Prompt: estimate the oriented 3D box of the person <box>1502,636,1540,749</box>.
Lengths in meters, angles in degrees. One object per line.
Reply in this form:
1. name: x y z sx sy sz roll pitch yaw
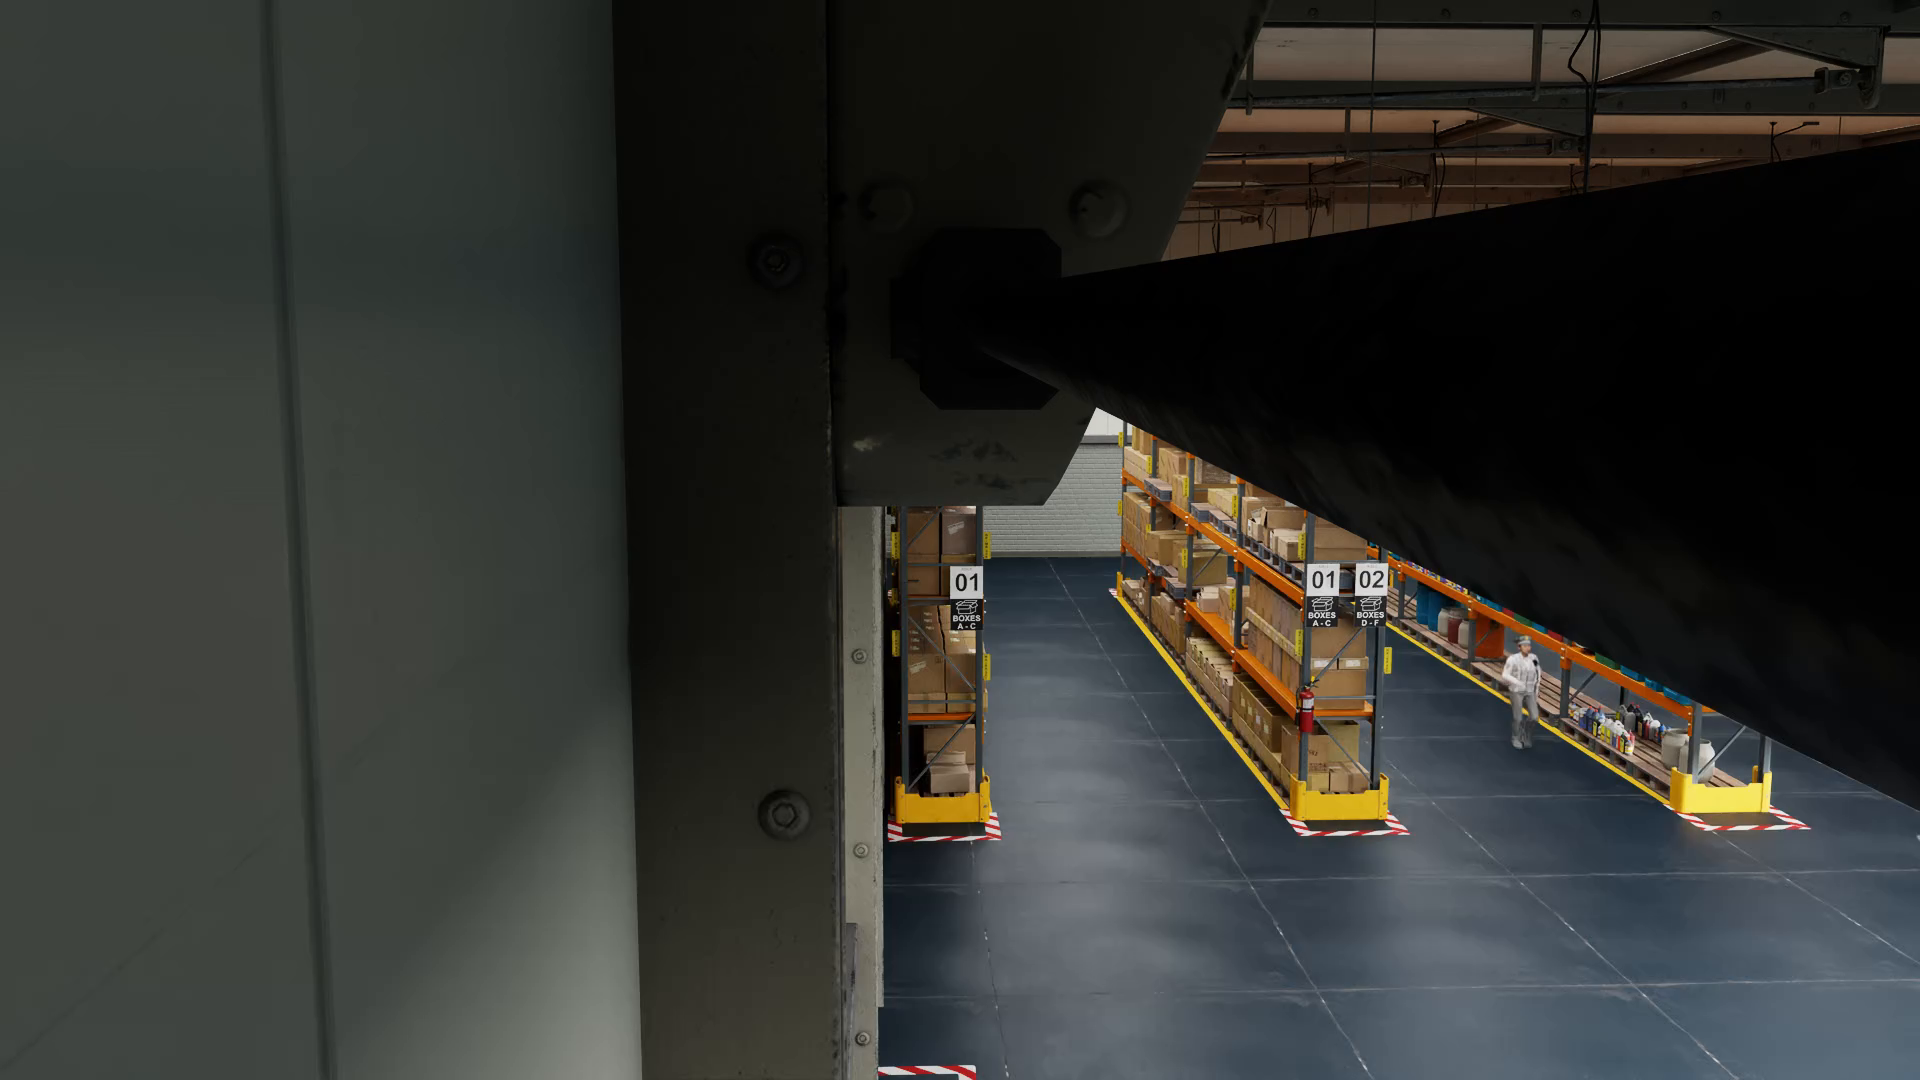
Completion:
1. person: 8.038 2.177 23.723 0.613 1.666 0.603 0 8 -1
